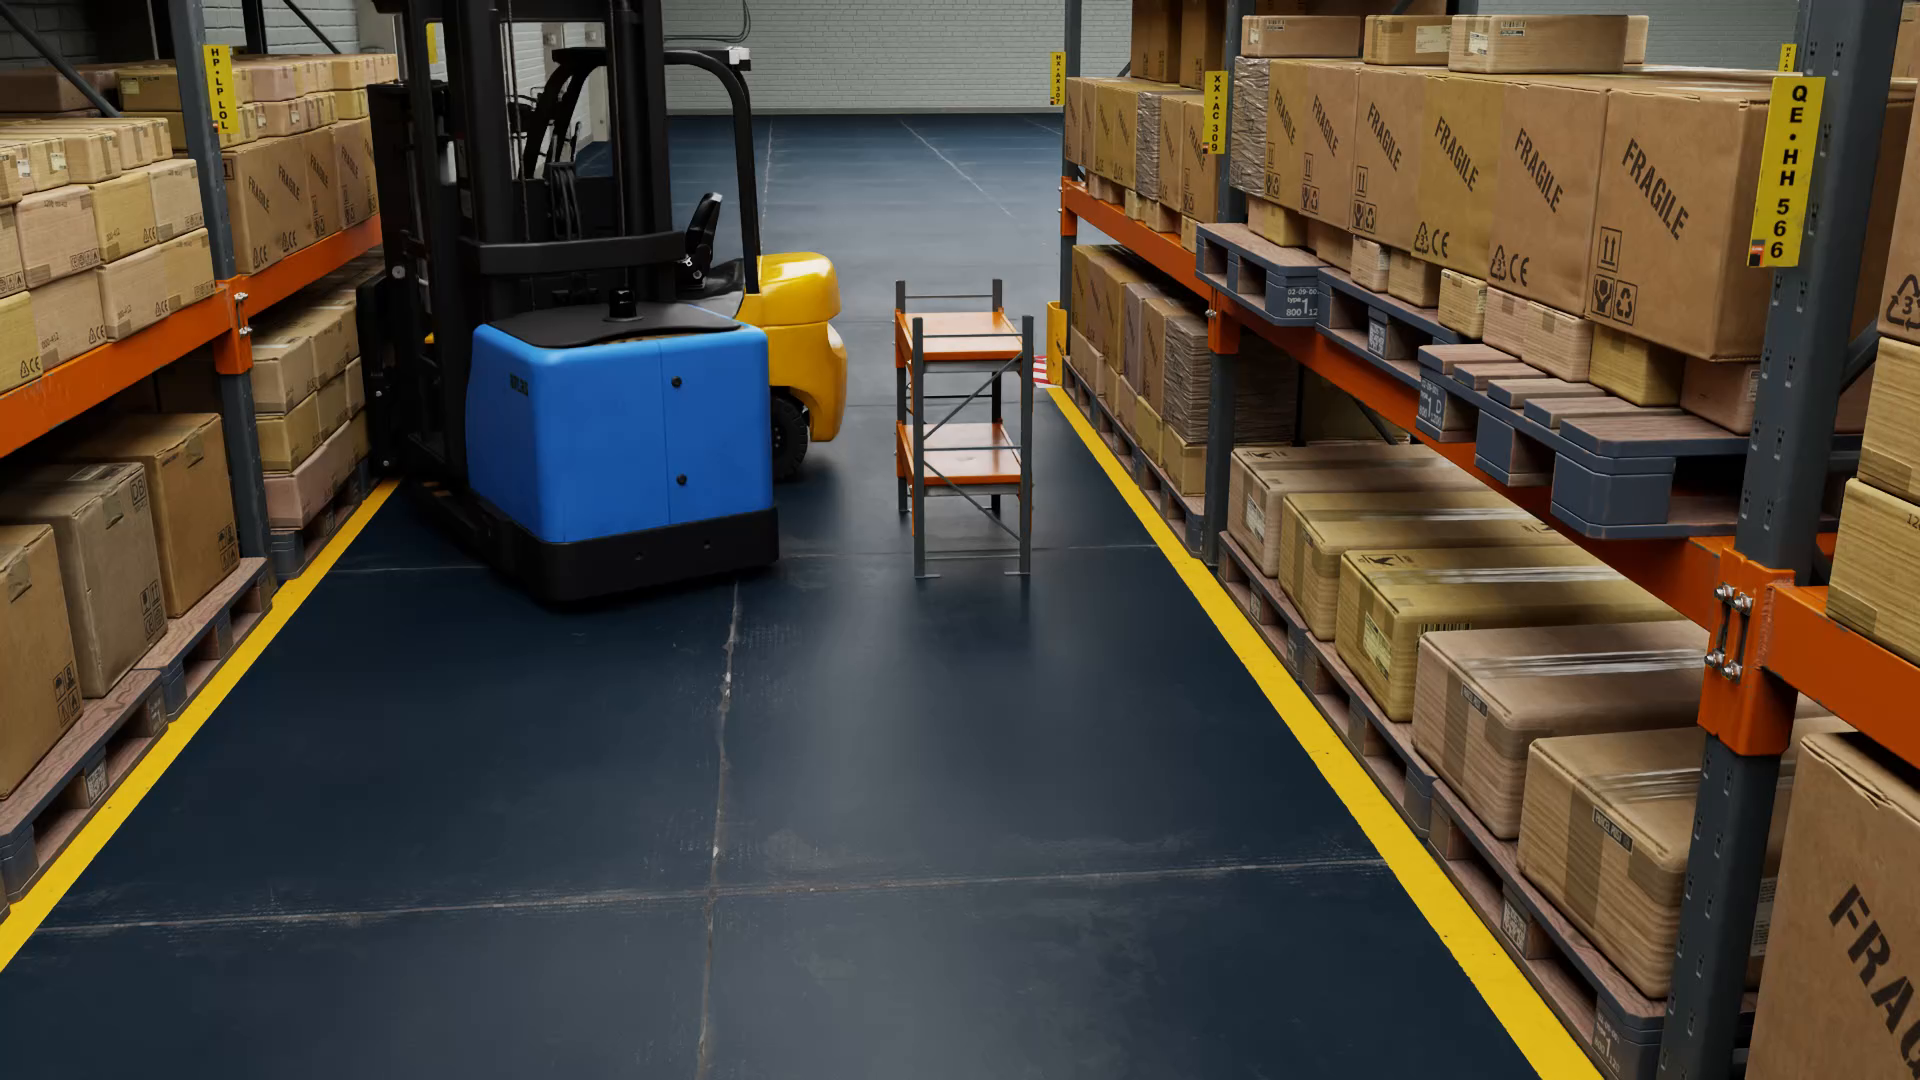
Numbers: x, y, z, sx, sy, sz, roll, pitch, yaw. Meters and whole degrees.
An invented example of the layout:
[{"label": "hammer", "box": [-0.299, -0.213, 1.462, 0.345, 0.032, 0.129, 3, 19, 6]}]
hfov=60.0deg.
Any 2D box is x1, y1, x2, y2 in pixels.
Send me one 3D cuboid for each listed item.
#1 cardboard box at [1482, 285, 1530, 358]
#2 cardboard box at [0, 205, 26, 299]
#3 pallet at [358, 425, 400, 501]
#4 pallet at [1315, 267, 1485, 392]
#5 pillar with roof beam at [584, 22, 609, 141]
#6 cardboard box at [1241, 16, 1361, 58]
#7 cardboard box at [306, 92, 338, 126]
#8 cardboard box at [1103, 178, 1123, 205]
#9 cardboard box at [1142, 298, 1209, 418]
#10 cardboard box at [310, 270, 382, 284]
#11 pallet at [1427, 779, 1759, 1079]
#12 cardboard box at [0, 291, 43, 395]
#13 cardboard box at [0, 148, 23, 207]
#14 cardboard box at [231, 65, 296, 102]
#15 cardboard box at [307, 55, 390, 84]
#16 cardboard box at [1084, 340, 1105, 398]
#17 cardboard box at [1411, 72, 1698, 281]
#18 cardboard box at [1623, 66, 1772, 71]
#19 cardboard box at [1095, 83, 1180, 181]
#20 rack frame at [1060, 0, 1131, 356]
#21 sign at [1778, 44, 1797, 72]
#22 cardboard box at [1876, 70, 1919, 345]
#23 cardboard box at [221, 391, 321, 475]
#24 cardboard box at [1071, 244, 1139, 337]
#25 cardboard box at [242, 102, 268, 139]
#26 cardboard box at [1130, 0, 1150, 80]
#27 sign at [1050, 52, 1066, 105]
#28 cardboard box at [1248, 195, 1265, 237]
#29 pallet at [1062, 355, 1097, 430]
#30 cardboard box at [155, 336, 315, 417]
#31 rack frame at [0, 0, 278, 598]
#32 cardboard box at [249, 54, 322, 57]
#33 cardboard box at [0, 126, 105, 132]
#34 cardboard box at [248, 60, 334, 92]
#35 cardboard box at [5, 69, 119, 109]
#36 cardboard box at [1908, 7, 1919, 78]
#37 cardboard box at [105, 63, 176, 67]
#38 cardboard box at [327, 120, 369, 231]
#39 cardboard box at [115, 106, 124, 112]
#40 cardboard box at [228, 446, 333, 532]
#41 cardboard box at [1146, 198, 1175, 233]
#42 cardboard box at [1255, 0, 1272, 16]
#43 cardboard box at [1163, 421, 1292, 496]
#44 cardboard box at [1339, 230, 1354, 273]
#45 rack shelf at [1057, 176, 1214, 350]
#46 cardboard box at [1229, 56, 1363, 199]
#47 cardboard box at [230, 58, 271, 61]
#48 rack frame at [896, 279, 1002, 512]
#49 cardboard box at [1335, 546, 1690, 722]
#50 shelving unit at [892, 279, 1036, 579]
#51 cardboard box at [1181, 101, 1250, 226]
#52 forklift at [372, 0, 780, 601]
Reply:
[{"label": "cardboard box", "box": [1.533, -0.545, 4.123, 0.380, 0.149, 0.250, -3, 18, -8]}, {"label": "cardboard box", "box": [-2.914, -0.757, 4.495, 0.500, 0.250, 0.500, -2, 17, -5]}, {"label": "pallet", "box": [-3.529, -0.457, 8.779, 1.003, 0.211, 1.213, -2, 18, -6]}, {"label": "pallet", "box": [1.745, -0.644, 5.042, 1.003, 0.211, 1.213, -2, 18, -6]}, {"label": "pillar with roof beam", "box": [-2.791, -12.287, 31.790, 9.100, 9.000, 0.400, -2, 18, -6]}, {"label": "cardboard box", "box": [1.274, -1.887, 6.234, 0.380, 0.149, 0.250, -2, 18, -6]}, {"label": "cardboard box", "box": [-3.271, -2.106, 8.128, 0.380, 0.149, 0.250, -2, 18, -7]}, {"label": "cardboard box", "box": [1.021, -1.994, 9.440, 0.380, 0.149, 0.250, -1, 17, -4]}, {"label": "cardboard box", "box": [1.195, -0.905, 8.189, 0.500, 0.500, 0.500, -1, 17, -5]}, {"label": "cardboard box", "box": [-3.294, -1.312, 9.070, 0.500, 0.250, 0.500, -2, 17, -5]}, {"label": "pallet", "box": [1.910, 0.950, 4.298, 1.003, 0.211, 1.213, -2, 18, -6]}, {"label": "cardboard box", "box": [-2.909, -0.519, 4.573, 0.500, 0.250, 0.500, -1, 17, -4]}, {"label": "cardboard box", "box": [-2.838, -0.991, 4.574, 0.380, 0.149, 0.250, -2, 18, -7]}, {"label": "cardboard box", "box": [-3.174, -2.019, 7.353, 0.380, 0.149, 0.250, -1, 17, -4]}, {"label": "cardboard box", "box": [-3.416, -2.626, 9.286, 0.380, 0.149, 0.250, -1, 17, -4]}, {"label": "cardboard box", "box": [1.018, -1.018, 9.802, 0.500, 0.250, 0.500, -1, 17, -4]}, {"label": "cardboard box", "box": [1.549, -0.968, 4.389, 0.500, 0.500, 0.500, -3, 18, -9]}, {"label": "cardboard box", "box": [2.007, -1.141, 4.938, 0.500, 0.500, 0.500, -2, 18, -8]}, {"label": "cardboard box", "box": [1.048, -2.265, 9.220, 0.500, 0.500, 0.500, -2, 18, -7]}, {"label": "rack frame", "box": [1.164, -2.531, 10.731, 1.000, 3.000, 0.127, -2, 18, -6]}, {"label": "sign", "box": [5.525, -3.149, 11.123, 0.100, 0.325, 0.005, -2, 18, -6]}, {"label": "cardboard box", "box": [1.797, -0.518, 2.482, 0.500, 0.500, 0.500, -2, 18, -7]}, {"label": "cardboard box", "box": [-3.103, -0.465, 7.206, 0.500, 0.250, 0.500, -2, 18, -6]}, {"label": "cardboard box", "box": [0.975, -1.521, 10.152, 0.500, 0.500, 0.500, -2, 18, -7]}, {"label": "cardboard box", "box": [-3.214, -1.799, 7.149, 0.380, 0.149, 0.250, -2, 18, -6]}, {"label": "cardboard box", "box": [1.434, -3.052, 10.058, 0.700, 0.500, 0.500, -2, 18, -7]}, {"label": "sign", "box": [0.625, -2.927, 10.547, 0.100, 0.325, 0.005, -2, 18, -6]}, {"label": "cardboard box", "box": [1.320, -1.245, 6.354, 0.380, 0.149, 0.250, -2, 17, -5]}, {"label": "pallet", "box": [1.221, -0.935, 10.302, 1.003, 0.211, 1.213, -2, 18, -6]}, {"label": "cardboard box", "box": [-3.098, -0.704, 7.132, 0.500, 0.250, 0.500, -2, 18, -6]}, {"label": "rack frame", "box": [-3.360, -1.185, 6.443, 1.000, 3.000, 0.127, -2, 18, -6]}, {"label": "cardboard box", "box": [-3.950, -2.769, 9.742, 0.380, 0.149, 0.250, -2, 18, -7]}, {"label": "cardboard box", "box": [-3.086, -1.296, 5.548, 0.380, 0.149, 0.250, -2, 18, -6]}, {"label": "cardboard box", "box": [-3.362, -2.318, 8.308, 0.380, 0.149, 0.250, -2, 17, -5]}, {"label": "cardboard box", "box": [-3.678, -1.846, 6.801, 0.380, 0.149, 0.250, -2, 18, -7]}, {"label": "cardboard box", "box": [6.148, -2.857, 9.716, 0.875, 0.550, 0.550, -2, 18, -6]}, {"label": "cardboard box", "box": [-3.793, -2.152, 7.778, 0.380, 0.149, 0.250, -2, 18, -6]}, {"label": "cardboard box", "box": [-3.300, -1.829, 8.327, 0.500, 0.500, 0.500, -2, 18, -5]}, {"label": "cardboard box", "box": [-3.728, -1.782, 7.096, 0.380, 0.149, 0.250, -1, 17, -4]}, {"label": "cardboard box", "box": [-3.080, -0.227, 7.283, 0.500, 0.250, 0.500, -2, 18, -5]}, {"label": "cardboard box", "box": [1.133, -1.608, 8.211, 0.380, 0.149, 0.250, -2, 18, -6]}, {"label": "cardboard box", "box": [1.716, -2.296, 7.651, 0.700, 0.500, 0.500, -2, 18, -5]}, {"label": "cardboard box", "box": [1.249, -0.395, 7.818, 0.500, 0.250, 0.500, -1, 17, -3]}, {"label": "cardboard box", "box": [1.450, -0.937, 5.371, 0.380, 0.149, 0.250, -2, 18, -5]}, {"label": "rack shelf", "box": [1.371, -1.592, 8.940, 1.077, 0.370, 4.000, -2, 18, -6]}, {"label": "cardboard box", "box": [1.340, -1.581, 6.339, 0.500, 0.500, 0.500, -1, 17, -4]}, {"label": "cardboard box", "box": [-3.853, -2.460, 8.757, 0.380, 0.149, 0.250, -1, 17, -4]}, {"label": "rack frame", "box": [-0.052, -0.686, 7.985, 0.500, 1.125, 0.032, -2, 18, -6]}, {"label": "cardboard box", "box": [1.784, 0.292, 5.426, 0.950, 0.372, 0.625, -1, 17, -4]}, {"label": "shelving unit", "box": [0.001, -0.535, 7.502, 0.538, 1.125, 1.048, -2, 18, -6]}, {"label": "cardboard box", "box": [1.284, -1.653, 7.272, 0.500, 0.500, 0.500, -2, 18, -7]}, {"label": "forklift", "box": [-1.997, -1.539, 7.687, 1.130, 2.935, 3.031, -11, 20, -31]}]
